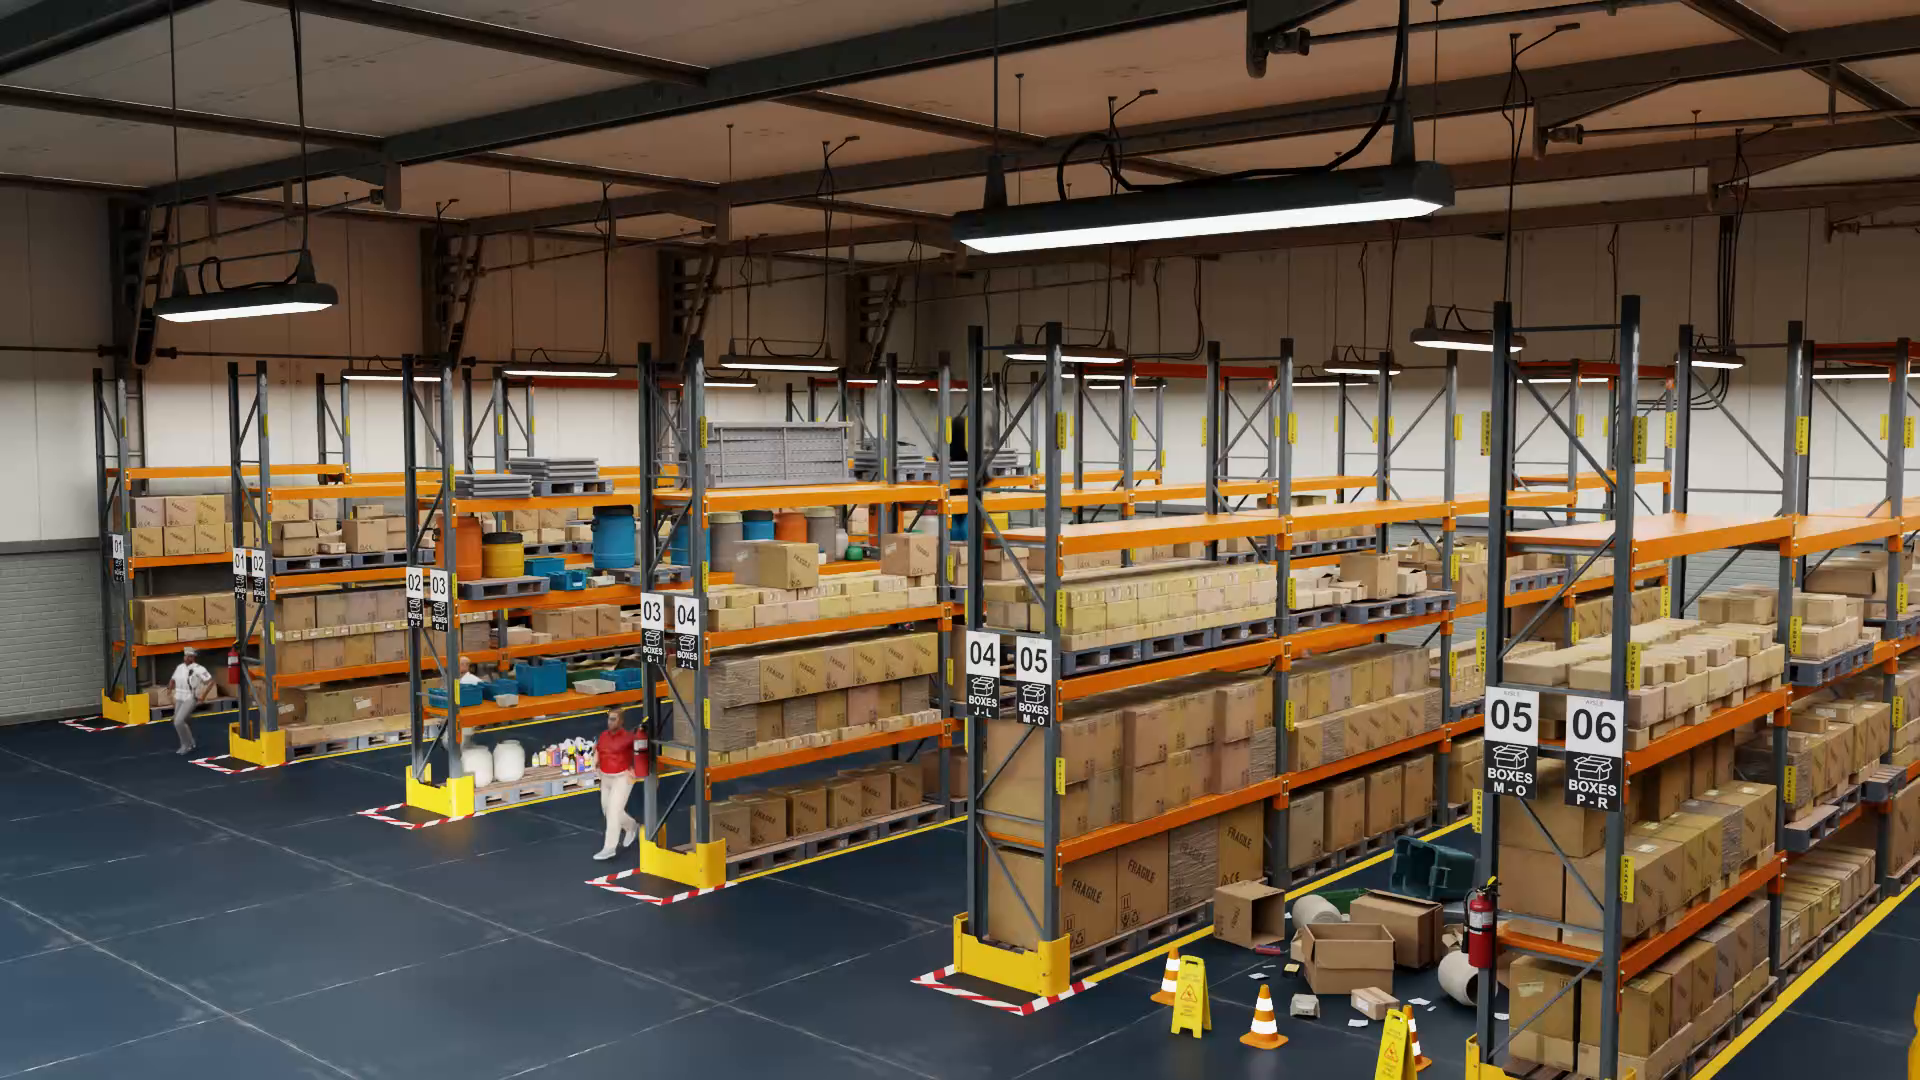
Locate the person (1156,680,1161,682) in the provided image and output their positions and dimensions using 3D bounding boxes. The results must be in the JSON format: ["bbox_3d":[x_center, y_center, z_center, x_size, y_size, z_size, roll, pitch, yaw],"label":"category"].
[{"bbox_3d":[2.537,2.659,22.151,0.672,1.813,0.713,3,5,37],"label":"person"}]

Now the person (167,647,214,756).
[{"bbox_3d":[-11.837,2.466,25.486,0.648,1.679,0.592,1,4,16],"label":"person"}]

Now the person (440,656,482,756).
[{"bbox_3d":[-7.173,2.541,23.849,0.701,1.735,0.624,2,5,25],"label":"person"}]

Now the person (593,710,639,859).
[{"bbox_3d":[-4.042,2.845,19.636,0.686,1.702,0.871,2,5,31],"label":"person"}]

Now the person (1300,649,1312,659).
[{"bbox_3d":[5.256,2.467,25.518,0.546,1.653,0.675,3,5,35],"label":"person"}]
